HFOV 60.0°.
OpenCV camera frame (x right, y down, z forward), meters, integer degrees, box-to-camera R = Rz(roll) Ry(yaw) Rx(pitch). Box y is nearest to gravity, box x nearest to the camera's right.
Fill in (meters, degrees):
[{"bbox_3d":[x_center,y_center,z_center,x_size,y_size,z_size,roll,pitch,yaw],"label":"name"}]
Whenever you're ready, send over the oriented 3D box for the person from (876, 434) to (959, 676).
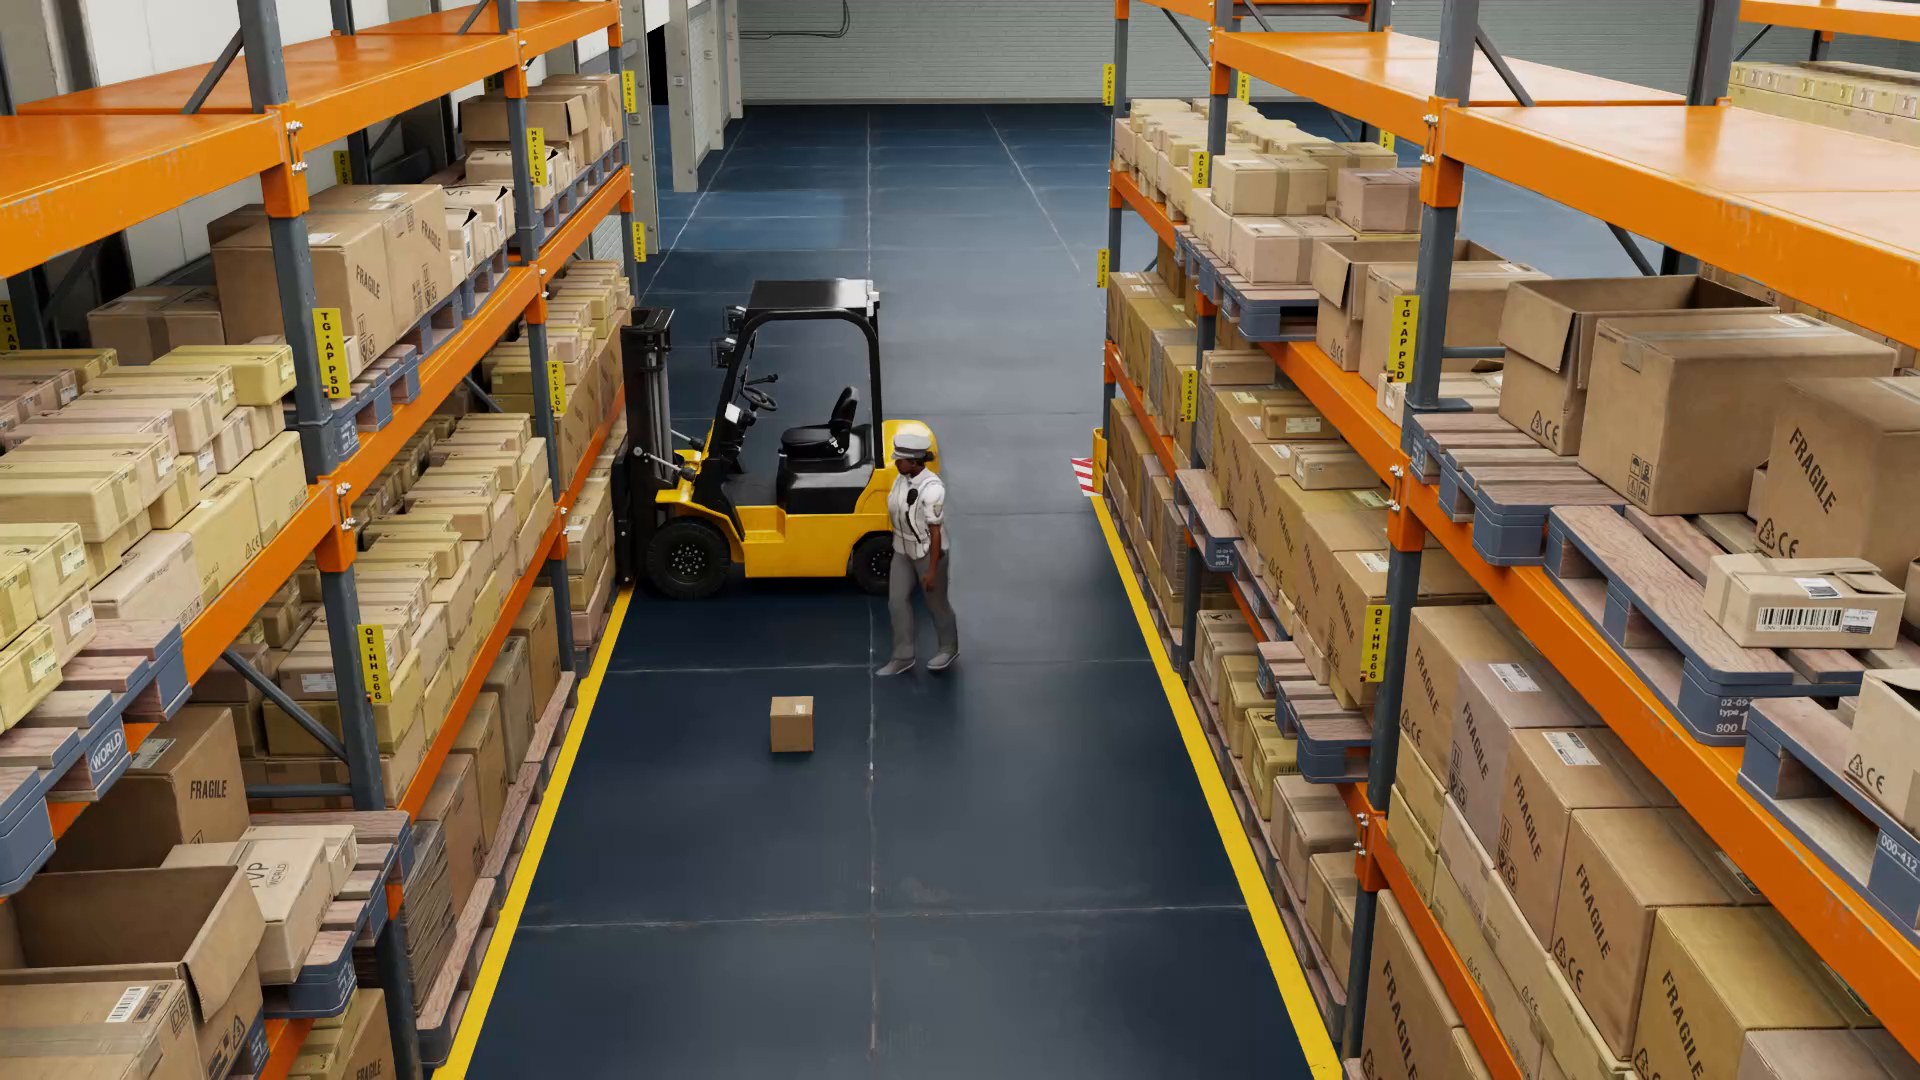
[{"bbox_3d":[-0.231,0.123,10.805,0.541,1.716,0.477,-19,27,-40],"label":"person"}]
